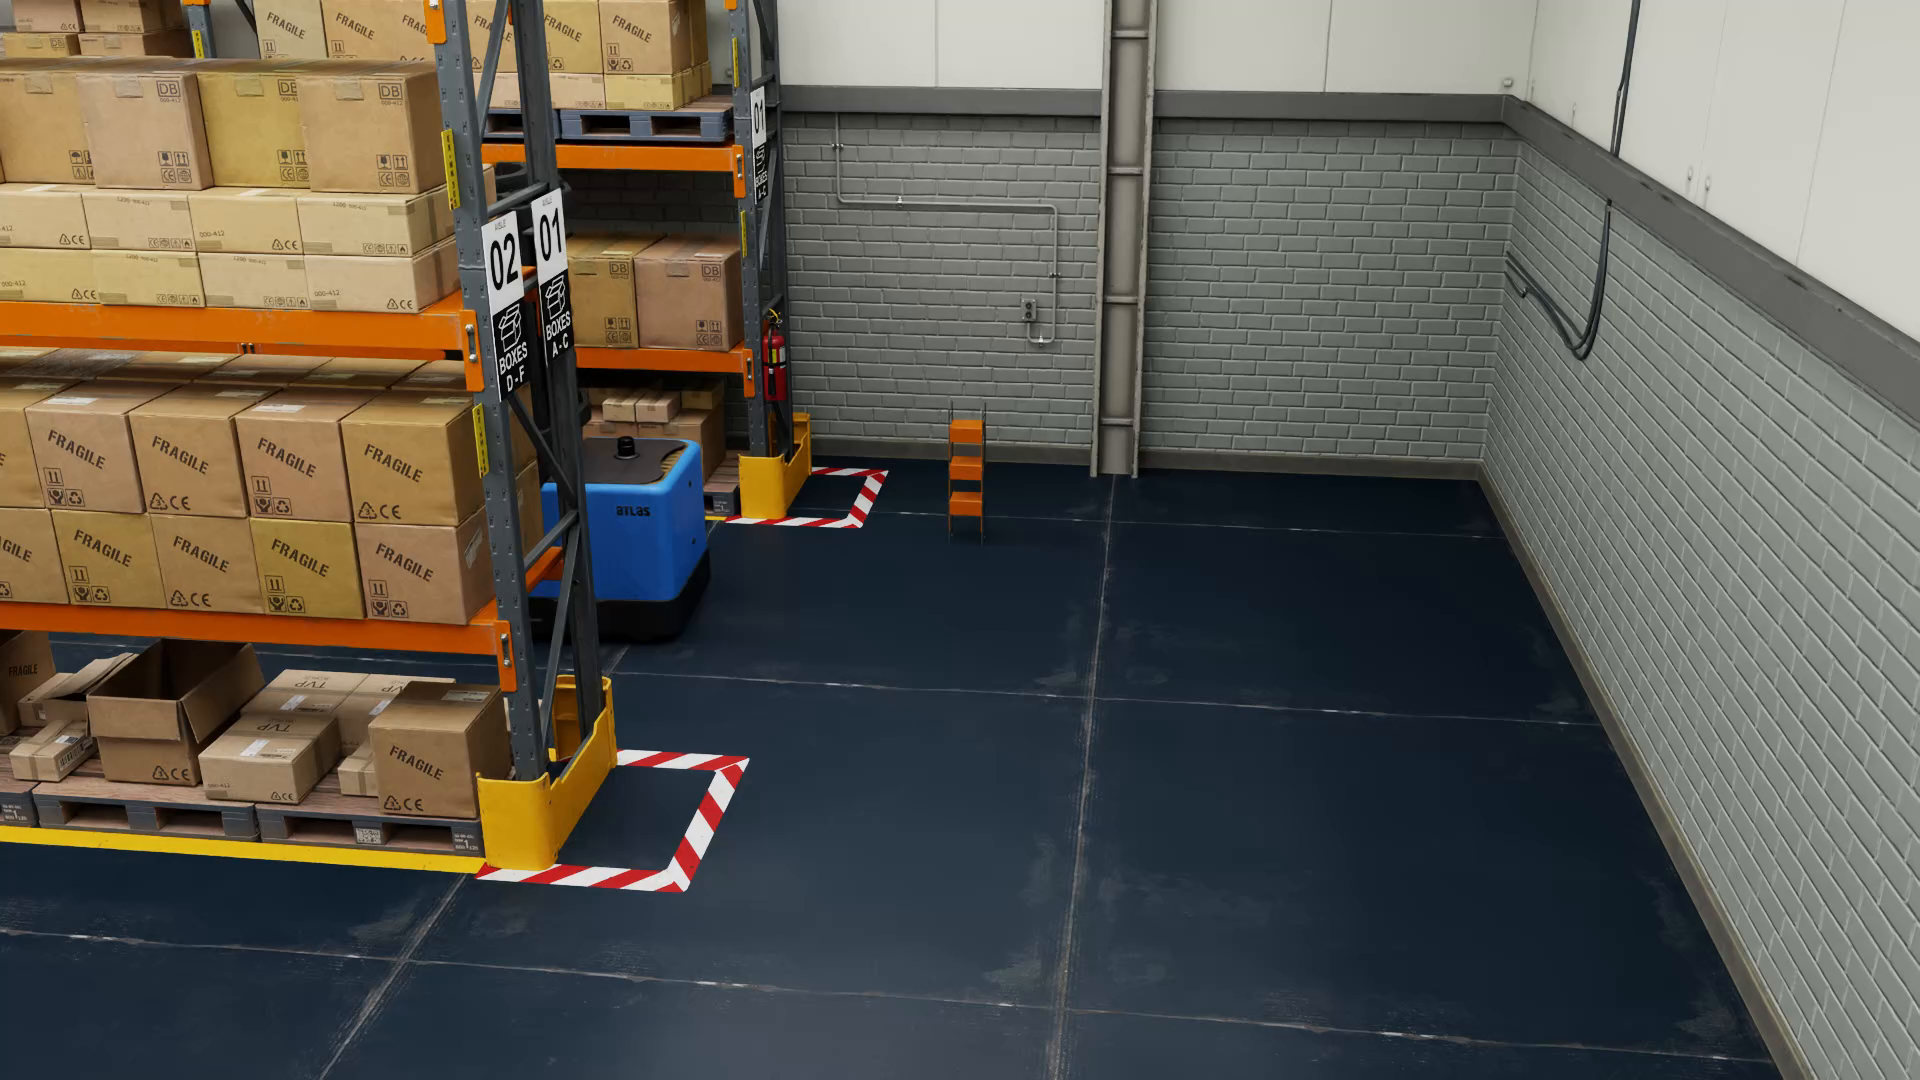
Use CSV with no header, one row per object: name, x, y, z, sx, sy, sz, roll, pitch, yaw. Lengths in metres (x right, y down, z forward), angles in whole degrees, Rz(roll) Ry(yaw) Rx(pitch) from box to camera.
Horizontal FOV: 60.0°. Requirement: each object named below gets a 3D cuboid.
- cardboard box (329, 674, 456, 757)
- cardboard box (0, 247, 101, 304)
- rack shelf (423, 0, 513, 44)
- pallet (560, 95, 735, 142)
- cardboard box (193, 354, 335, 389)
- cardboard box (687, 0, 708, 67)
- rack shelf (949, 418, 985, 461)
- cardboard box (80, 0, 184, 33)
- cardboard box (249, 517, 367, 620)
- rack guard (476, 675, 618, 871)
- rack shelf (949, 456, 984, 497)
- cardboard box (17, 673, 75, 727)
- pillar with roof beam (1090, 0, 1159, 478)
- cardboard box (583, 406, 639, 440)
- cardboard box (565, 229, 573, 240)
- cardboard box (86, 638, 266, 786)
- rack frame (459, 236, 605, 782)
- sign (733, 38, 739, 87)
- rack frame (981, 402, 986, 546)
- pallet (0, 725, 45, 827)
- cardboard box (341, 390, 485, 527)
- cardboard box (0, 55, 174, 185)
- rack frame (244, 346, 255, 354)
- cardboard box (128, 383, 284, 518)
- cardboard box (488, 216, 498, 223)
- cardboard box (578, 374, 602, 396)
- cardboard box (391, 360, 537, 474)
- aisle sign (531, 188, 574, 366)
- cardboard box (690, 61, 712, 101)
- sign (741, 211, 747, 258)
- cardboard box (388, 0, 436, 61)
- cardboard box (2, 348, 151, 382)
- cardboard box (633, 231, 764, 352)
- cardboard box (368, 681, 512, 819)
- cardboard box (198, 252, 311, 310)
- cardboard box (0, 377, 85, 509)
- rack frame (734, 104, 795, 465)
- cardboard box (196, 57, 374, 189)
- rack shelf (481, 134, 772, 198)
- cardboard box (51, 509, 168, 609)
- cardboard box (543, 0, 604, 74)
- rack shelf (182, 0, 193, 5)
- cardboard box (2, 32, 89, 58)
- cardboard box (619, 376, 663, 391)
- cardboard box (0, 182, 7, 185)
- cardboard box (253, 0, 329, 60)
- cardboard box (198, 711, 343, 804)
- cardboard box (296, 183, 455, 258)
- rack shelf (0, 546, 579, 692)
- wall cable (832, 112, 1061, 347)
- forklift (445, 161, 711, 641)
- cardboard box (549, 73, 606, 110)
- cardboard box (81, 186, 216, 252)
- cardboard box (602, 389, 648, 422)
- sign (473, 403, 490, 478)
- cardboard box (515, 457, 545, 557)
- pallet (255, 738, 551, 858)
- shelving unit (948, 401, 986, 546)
cardboard box,-3.073,0.963,9.066,0.500,0.250,0.500,2,22,6
cardboard box,-4.099,-1.284,7.731,0.500,0.250,0.500,2,22,6
rack shelf,-4.056,-2.503,7.514,4.000,0.370,1.077,2,22,6
pallet,-2.228,-3.153,12.377,1.213,0.211,1.003,2,22,6
cardboard box,-3.496,-0.633,8.464,0.500,0.500,0.500,3,22,7
cardboard box,-2.187,-3.807,12.386,0.500,0.500,0.500,2,22,4
rack shelf,0.053,-0.740,12.141,0.240,0.259,0.215,2,22,6
cardboard box,-6.321,-4.025,12.707,0.500,0.250,0.500,4,22,10
cardboard box,-3.062,0.050,8.098,0.500,0.500,0.500,3,22,7
rack guard,-2.145,1.197,8.733,0.348,0.500,1.175,2,22,6
rack shelf,0.053,-0.476,12.245,0.240,0.259,0.215,2,22,6
cardboard box,-5.063,0.901,9.360,0.250,0.149,0.380,2,22,6
pillar with roof beam,0.786,-3.188,8.265,0.400,9.000,9.100,2,22,6
cardboard box,-2.694,-0.819,13.262,0.500,0.500,0.700,2,22,6
cardboard box,-3.478,-1.993,12.993,0.700,0.700,0.980,1,22,4
cardboard box,-4.176,0.900,8.880,0.637,0.503,0.797,2,22,6
rack frame,-2.070,0.038,8.265,0.127,3.000,1.000,2,22,6
sign,-1.568,-3.344,11.641,0.005,0.325,0.100,2,22,6
rack frame,0.174,-0.481,12.228,0.008,1.050,0.200,2,22,6
pallet,-5.360,1.191,9.140,1.213,0.211,1.003,2,22,6
cardboard box,-2.544,-0.393,7.858,0.500,0.500,0.500,2,22,6
cardboard box,-4.063,-1.976,7.782,0.500,0.500,0.700,2,22,6
rack frame,-5.463,-1.944,13.278,0.127,3.000,1.000,2,22,6
cardboard box,-3.561,-0.435,7.965,0.500,0.500,0.500,3,22,8
cardboard box,-2.550,-1.403,8.032,0.500,0.250,0.500,2,22,6
cardboard box,-3.054,-1.210,13.368,0.250,0.149,0.380,3,22,7
cardboard box,-2.479,-0.589,8.355,0.500,0.500,0.500,3,22,8
aisle sign,-1.967,-1.276,8.051,0.004,0.787,0.394,2,22,6
cardboard box,-2.186,-3.459,12.527,0.500,0.250,0.500,4,22,9
sign,-1.568,-2.222,12.084,0.005,0.325,0.100,2,22,6
cardboard box,-3.785,-3.687,12.084,0.500,0.500,0.500,3,22,7
cardboard box,-4.500,-0.677,8.575,0.500,0.500,0.500,3,22,7
cardboard box,-1.998,-1.929,12.832,0.700,0.700,0.980,3,22,9
cardboard box,-2.639,1.062,8.476,0.500,0.500,0.500,2,22,6
cardboard box,-3.106,-1.239,7.619,0.500,0.250,0.500,2,22,6
cardboard box,-4.584,-0.479,8.076,0.500,0.500,0.500,2,22,5
rack frame,-1.490,-1.771,12.840,0.127,3.000,1.000,2,22,6
cardboard box,-3.068,-1.938,7.685,0.500,0.500,0.700,2,22,6
rack shelf,-3.477,-2.918,12.640,4.000,0.370,1.077,2,22,6
cardboard box,-4.057,0.004,8.213,0.500,0.500,0.500,2,22,6
cardboard box,-2.745,-3.645,11.976,0.500,0.500,0.500,3,22,8
rack shelf,-7.449,-4.300,12.600,4.000,0.370,1.077,2,22,6
cardboard box,-6.884,-3.669,12.826,0.500,0.500,0.700,2,22,5
cardboard box,-2.553,-1.189,13.313,0.250,0.149,0.380,3,22,6
cardboard box,-4.596,-1.535,7.686,0.500,0.250,0.500,2,22,6
cardboard box,-4.788,-3.727,12.184,0.500,0.500,0.500,2,22,6
cardboard box,-3.579,1.126,8.653,0.500,0.250,0.500,2,22,6
cardboard box,-2.610,-1.449,7.470,0.500,0.250,0.500,2,22,6
rack shelf,-4.056,0.286,8.616,4.000,0.370,1.077,2,22,6
wall cable,-0.108,-2.534,13.387,1.851,1.984,0.084,2,22,6
forklift,-3.279,-0.915,10.767,3.031,2.935,1.130,2,22,4
cardboard box,-2.766,-3.295,12.112,0.500,0.250,0.500,2,22,4
cardboard box,-3.603,-1.494,7.583,0.500,0.250,0.500,2,22,6
cardboard box,-2.600,-1.049,12.961,0.250,0.149,0.380,3,22,8
sign,-2.155,-0.446,7.484,0.005,0.325,0.100,2,22,6
cardboard box,-2.479,-0.124,8.539,0.500,0.500,0.500,3,22,7
pallet,-2.937,1.297,8.873,1.213,0.211,1.003,2,22,6
shelving unit,0.053,-0.486,12.241,0.252,1.050,0.215,2,22,6
